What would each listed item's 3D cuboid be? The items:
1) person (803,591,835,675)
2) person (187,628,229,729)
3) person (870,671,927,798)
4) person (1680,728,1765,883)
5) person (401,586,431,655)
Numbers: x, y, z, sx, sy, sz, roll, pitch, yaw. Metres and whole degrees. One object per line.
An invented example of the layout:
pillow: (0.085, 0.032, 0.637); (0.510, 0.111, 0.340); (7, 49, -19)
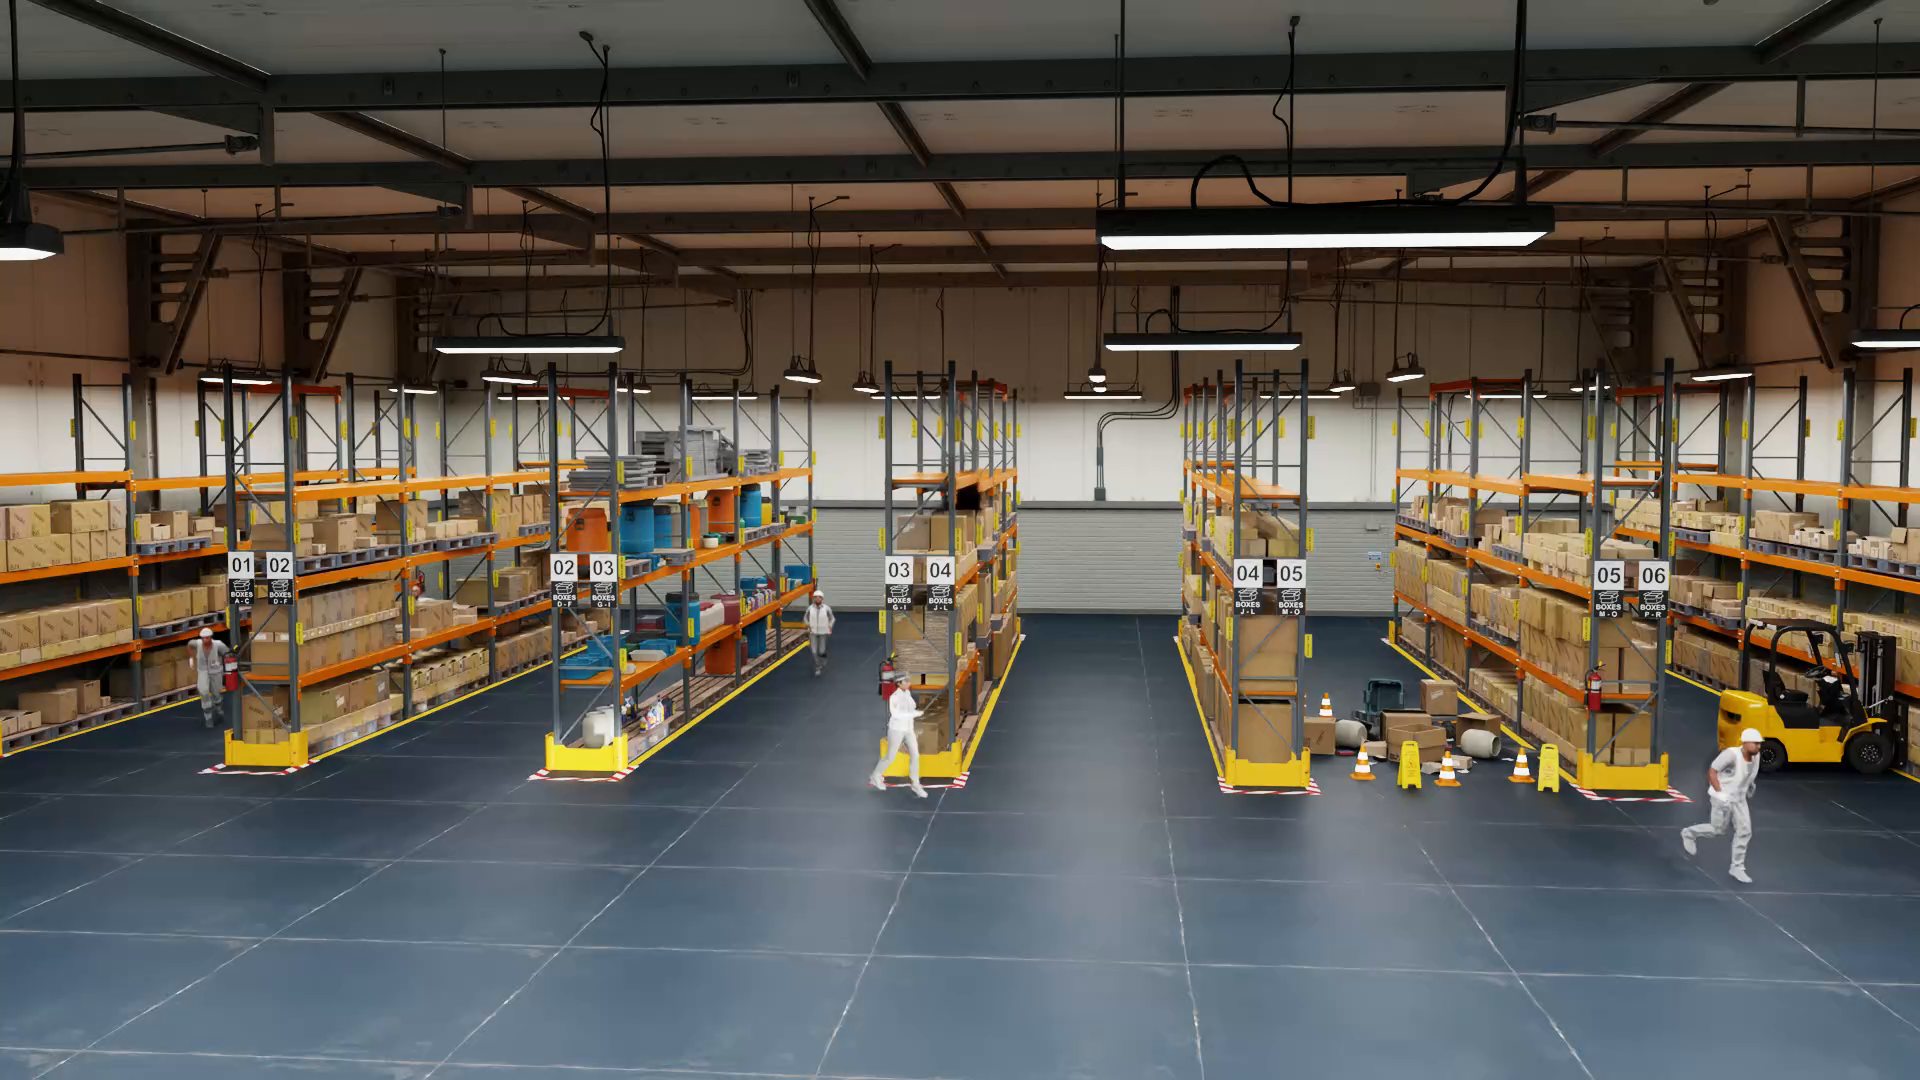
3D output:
person: (-2.903, 1.903, 34.154); (0.661, 1.730, 0.585); (0, 4, 1)
person: (-12.775, 2.319, 28.345); (0.706, 1.732, 1.054); (-1, 4, -14)
person: (-0.837, 2.638, 22.810); (0.883, 1.720, 0.589); (2, 5, 33)
person: (8.628, 2.932, 18.806); (0.693, 1.726, 0.998); (-2, 4, -32)
person: (-11.192, 1.832, 34.223); (0.710, 1.771, 1.034); (0, 4, 0)
